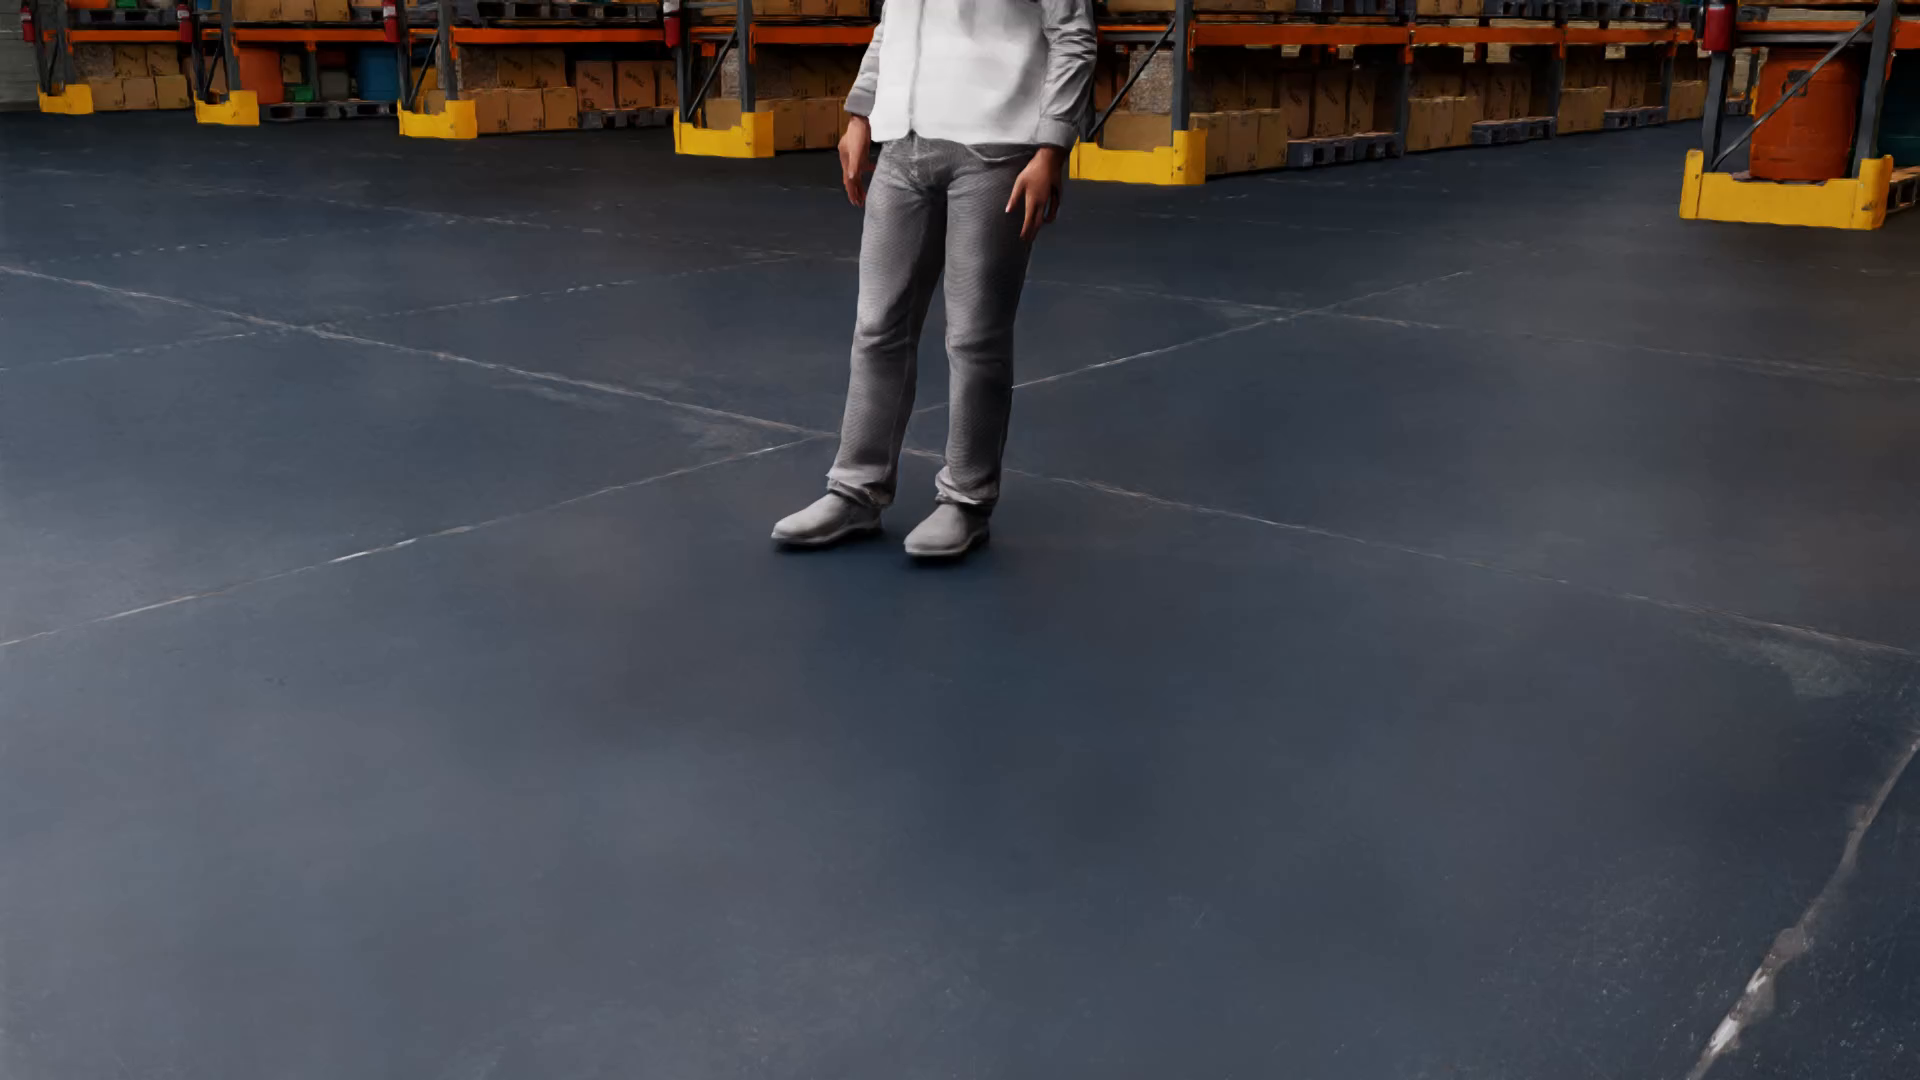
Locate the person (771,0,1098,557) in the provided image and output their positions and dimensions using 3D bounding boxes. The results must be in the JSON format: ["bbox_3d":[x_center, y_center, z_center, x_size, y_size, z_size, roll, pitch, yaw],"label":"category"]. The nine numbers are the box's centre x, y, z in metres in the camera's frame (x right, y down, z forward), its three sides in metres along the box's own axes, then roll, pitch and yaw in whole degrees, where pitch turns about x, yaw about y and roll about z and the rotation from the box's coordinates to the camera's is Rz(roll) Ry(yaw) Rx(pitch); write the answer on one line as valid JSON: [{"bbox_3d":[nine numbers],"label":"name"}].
[{"bbox_3d":[-0.046,-0.843,3.641,0.632,1.773,0.567,13,21,37],"label":"person"}]
